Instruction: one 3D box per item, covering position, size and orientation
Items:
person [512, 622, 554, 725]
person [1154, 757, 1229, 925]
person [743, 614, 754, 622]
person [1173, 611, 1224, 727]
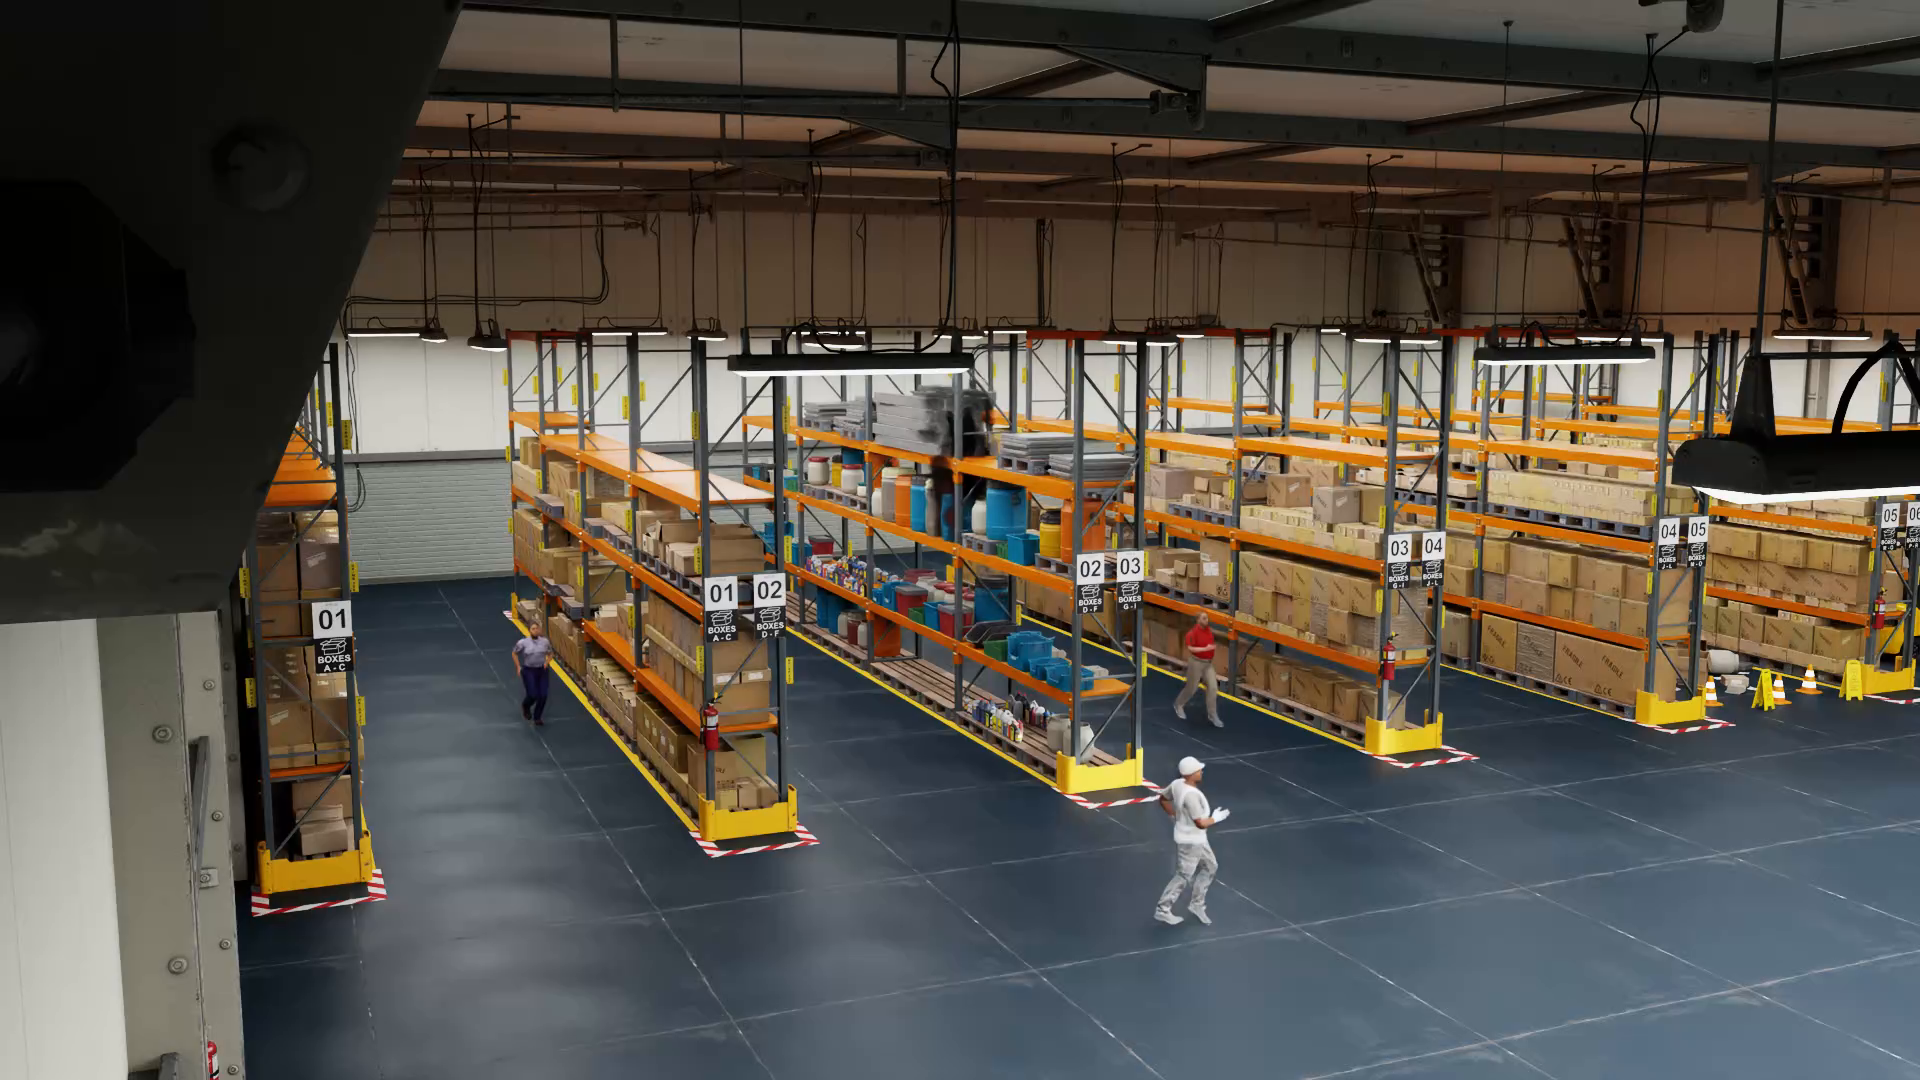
[{"bbox_3d":[-6.530,2.070,25.590,0.606,1.599,0.537,-4,9,-29],"label":"person"},{"bbox_3d":[2.387,3.129,17.163,0.761,1.838,0.658,0,8,2],"label":"person"},{"bbox_3d":[-3.562,1.499,29.004,0.703,1.805,1.040,-4,9,-29],"label":"person"},{"bbox_3d":[3.699,1.966,25.762,0.681,1.764,0.908,-6,10,-39],"label":"person"}]
